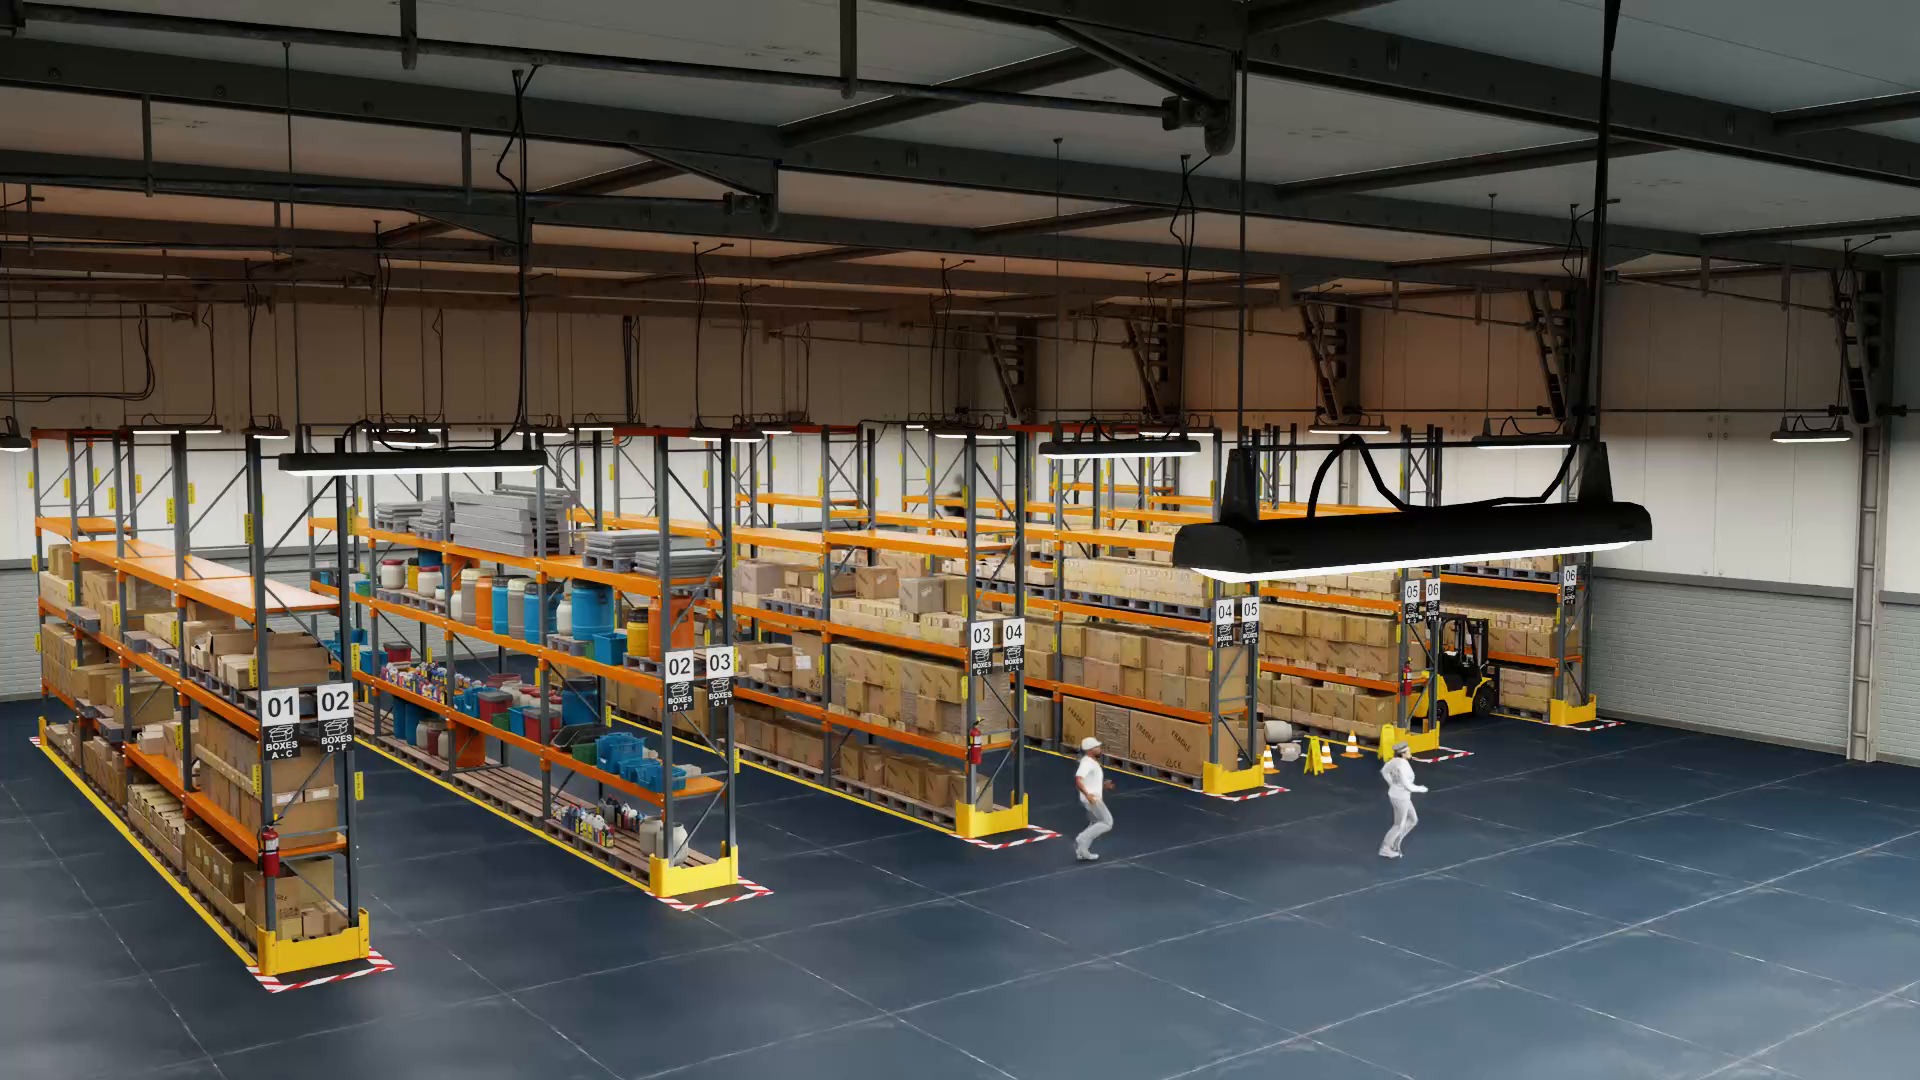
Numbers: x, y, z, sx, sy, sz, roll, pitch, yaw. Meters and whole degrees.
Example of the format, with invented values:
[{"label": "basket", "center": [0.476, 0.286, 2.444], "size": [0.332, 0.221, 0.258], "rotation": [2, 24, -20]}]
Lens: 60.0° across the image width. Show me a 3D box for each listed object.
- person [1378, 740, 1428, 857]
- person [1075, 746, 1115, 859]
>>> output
[{"label": "person", "center": [6.234, 3.660, 23.428], "size": [0.660, 1.708, 0.643], "rotation": [0, 4, 4]}, {"label": "person", "center": [1.899, 3.651, 23.384], "size": [0.581, 1.684, 0.696], "rotation": [0, 4, 2]}]
